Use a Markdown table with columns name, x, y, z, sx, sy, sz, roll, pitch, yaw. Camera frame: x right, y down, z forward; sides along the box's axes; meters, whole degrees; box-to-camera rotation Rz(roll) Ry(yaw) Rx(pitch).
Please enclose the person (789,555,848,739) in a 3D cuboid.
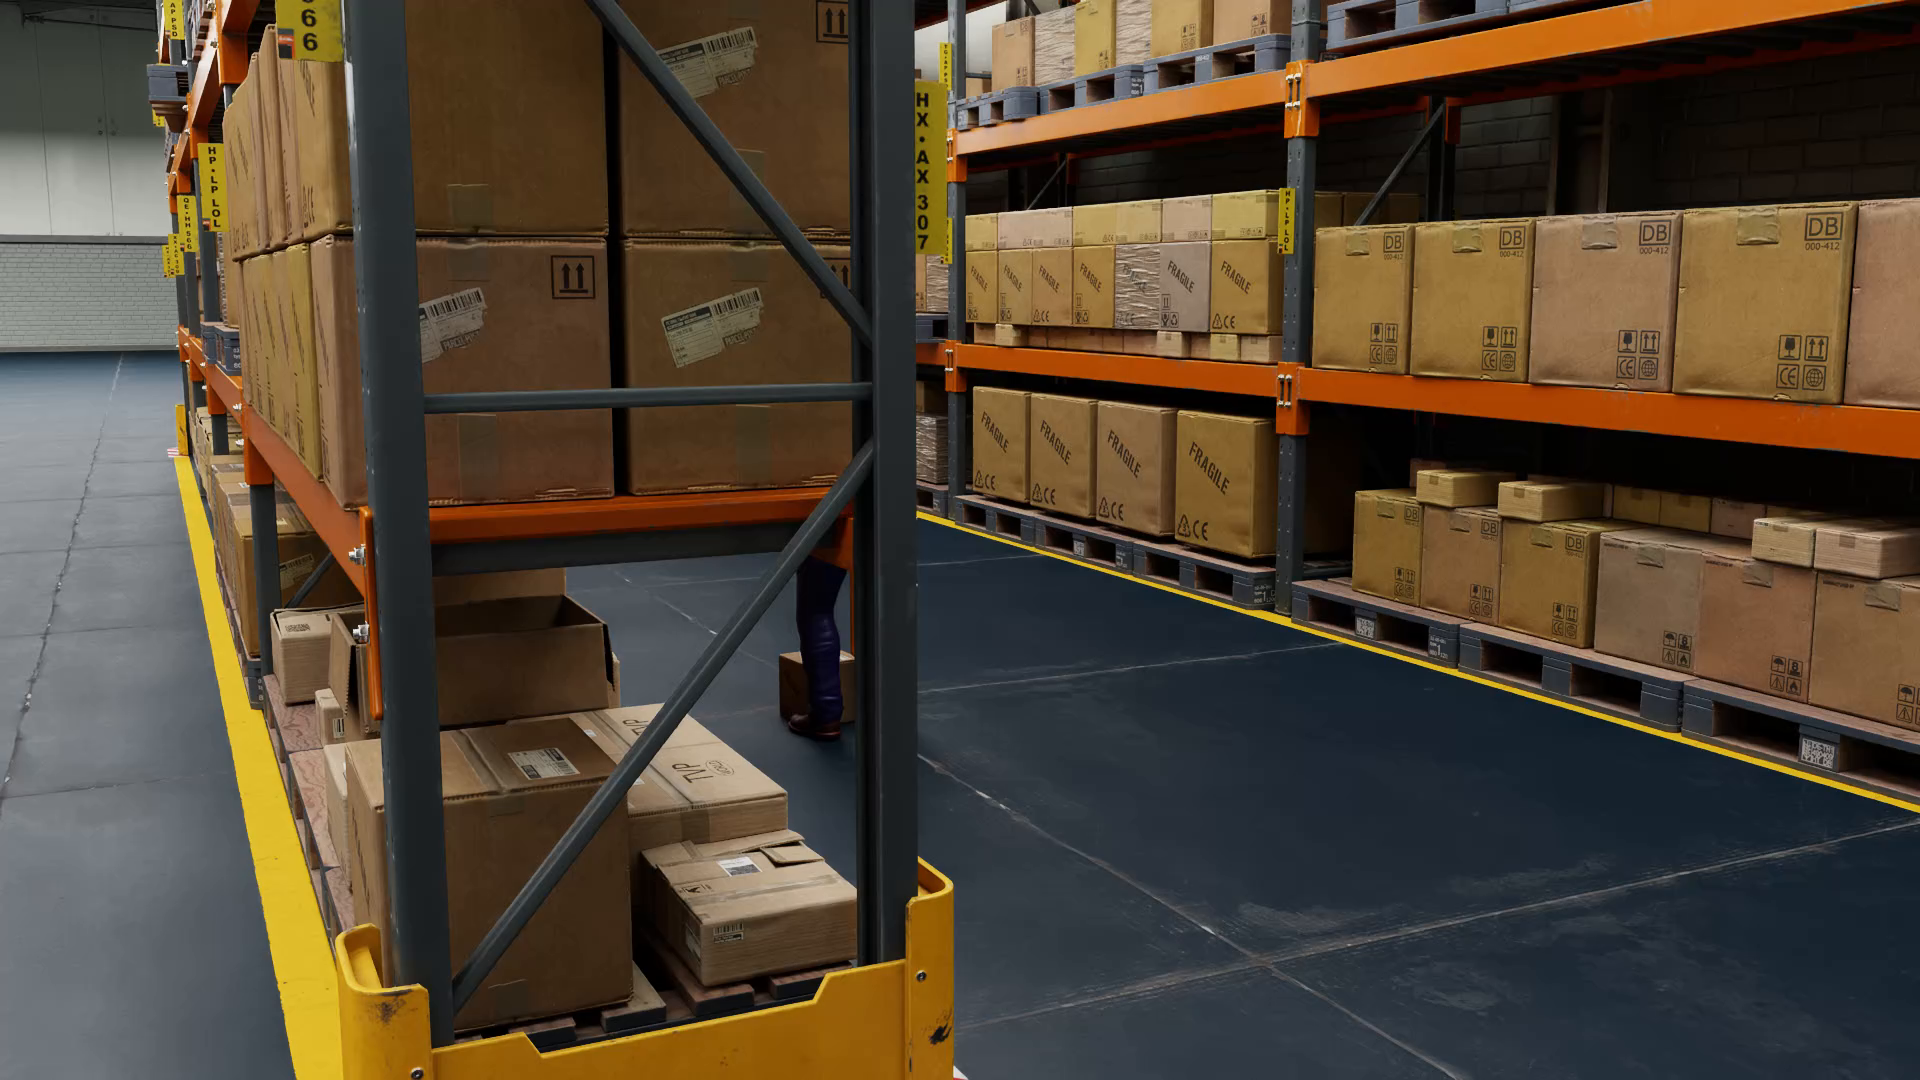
| name | x | y | z | sx | sy | sz | roll | pitch | yaw |
| --- | --- | --- | --- | --- | --- | --- | --- | --- | --- |
| person | -0.421 | -0.073 | 6.355 | 0.542 | 1.651 | 0.369 | -5 | 10 | -28 |
